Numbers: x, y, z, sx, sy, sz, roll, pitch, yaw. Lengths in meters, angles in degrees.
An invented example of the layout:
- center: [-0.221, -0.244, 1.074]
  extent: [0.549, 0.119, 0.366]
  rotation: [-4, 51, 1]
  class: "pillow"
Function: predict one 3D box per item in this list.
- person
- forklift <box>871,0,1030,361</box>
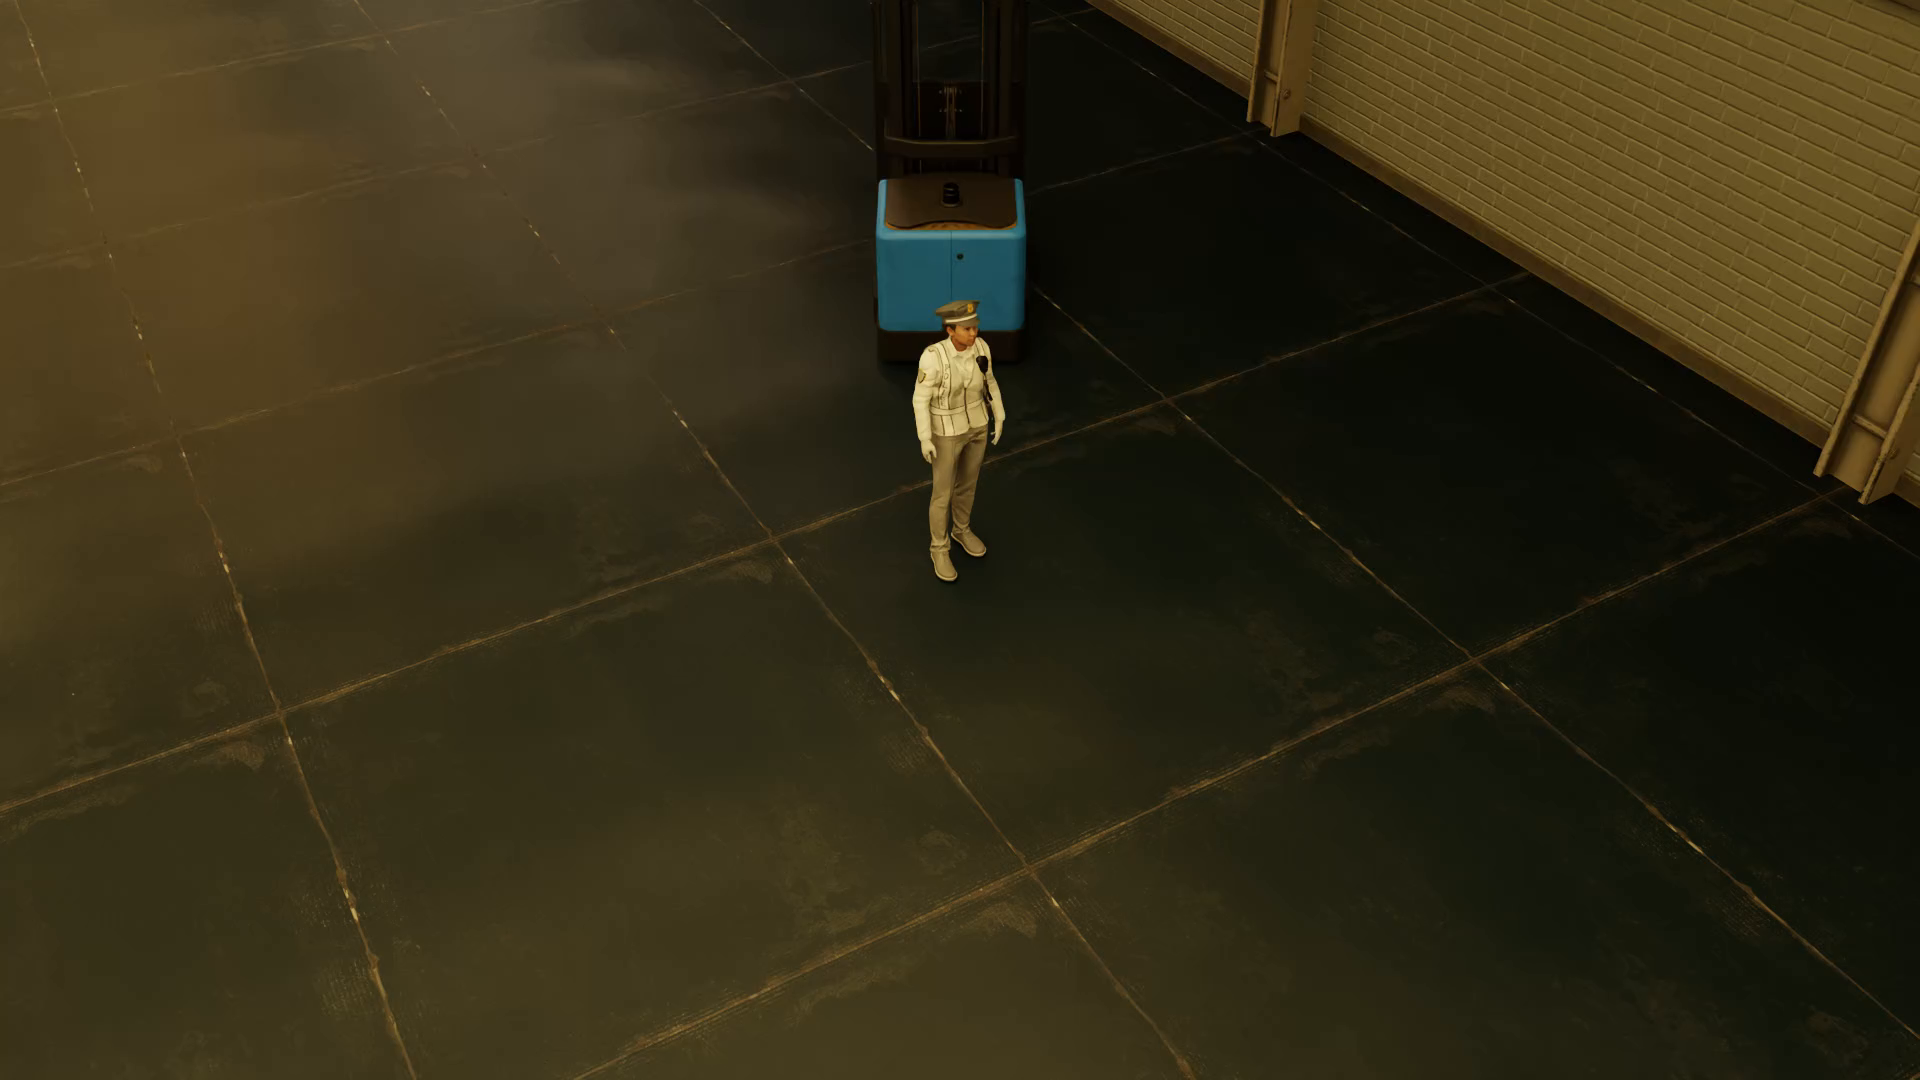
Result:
- center: [0.028, -0.619, 9.739]
  extent: [0.588, 1.696, 0.533]
  rotation: [-20, 44, -23]
  class: "person"
- center: [-0.071, -3.306, 12.022]
  extent: [1.130, 2.935, 3.031]
  rotation: [0, 40, 0]
  class: "forklift"
